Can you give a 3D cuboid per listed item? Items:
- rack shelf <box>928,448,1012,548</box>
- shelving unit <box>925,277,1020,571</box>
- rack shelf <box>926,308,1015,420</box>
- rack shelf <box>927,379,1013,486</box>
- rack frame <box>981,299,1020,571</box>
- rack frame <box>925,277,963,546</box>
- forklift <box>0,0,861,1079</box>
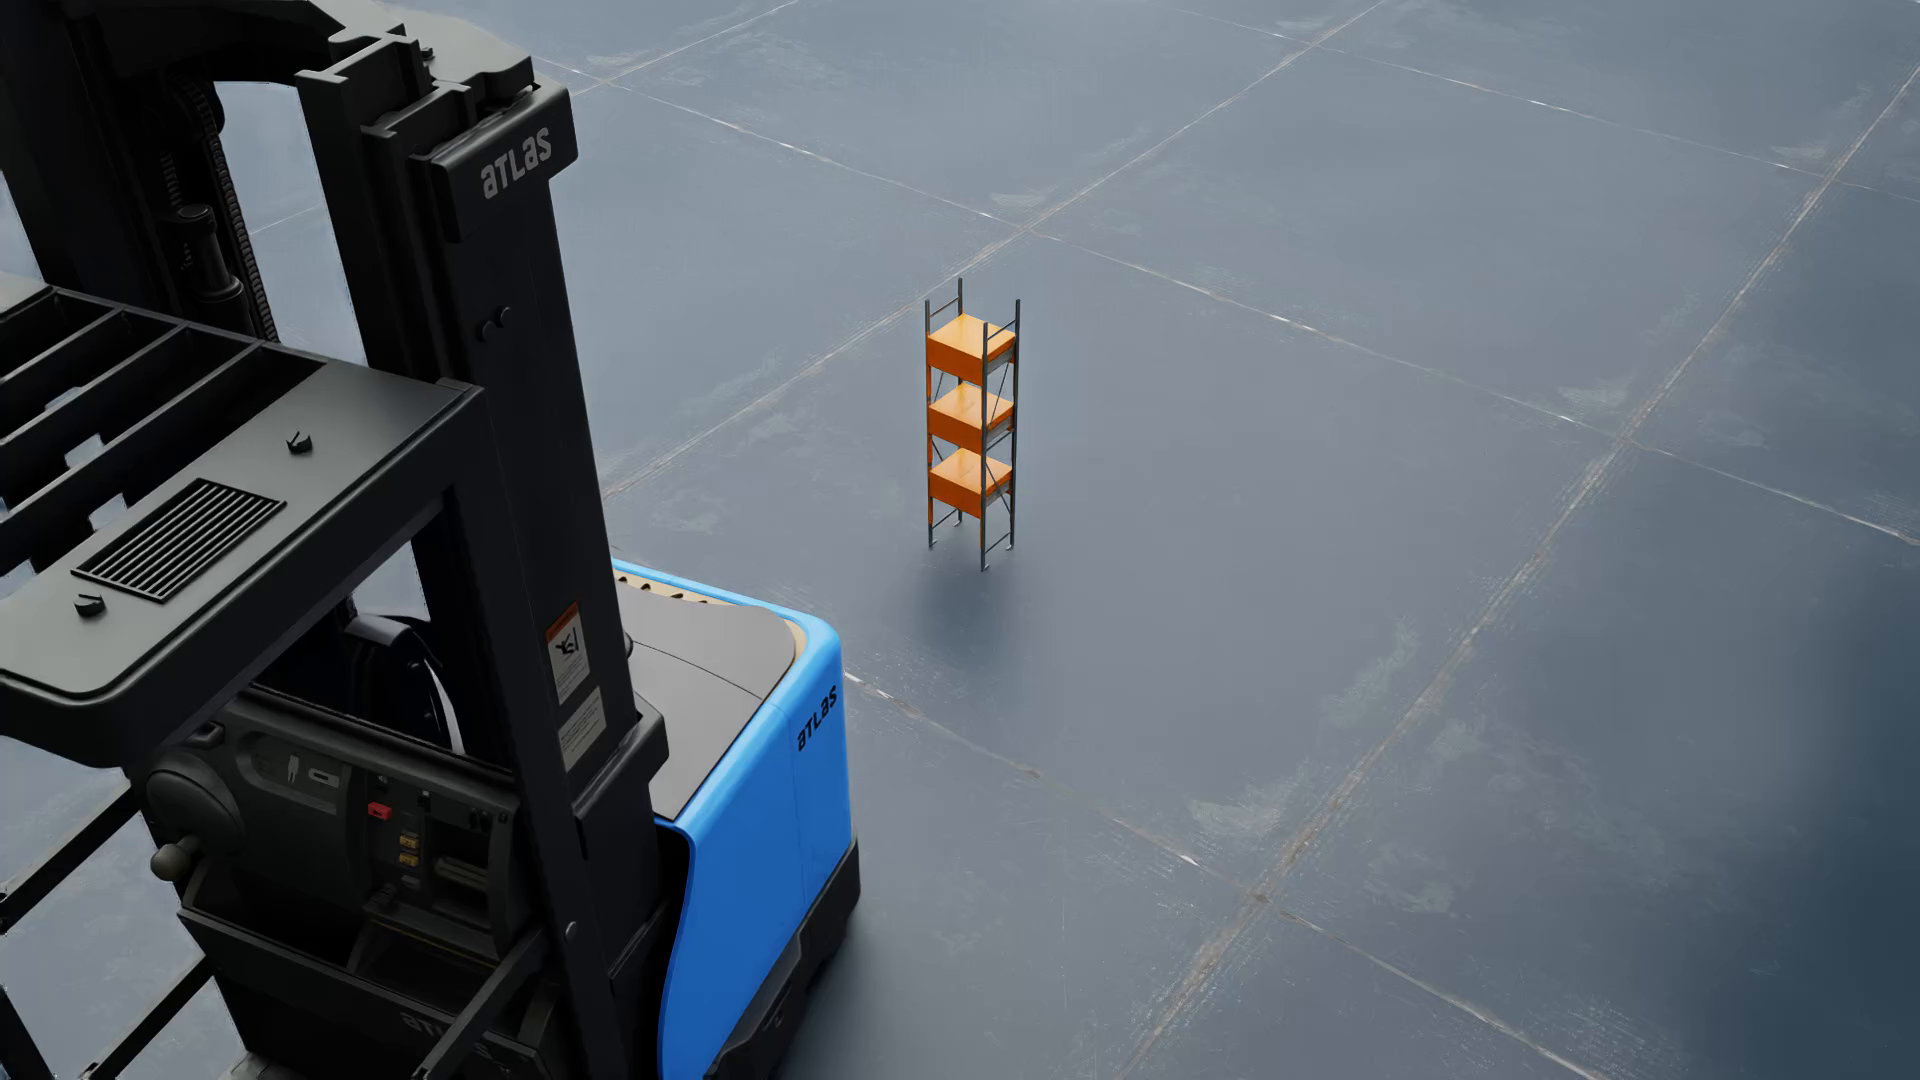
[{"bbox_3d":[0.042,-0.166,6.079,0.240,0.259,0.215,25,45,29],"label":"rack shelf"},{"bbox_3d":[0.042,-0.393,5.901,0.252,1.050,0.215,25,45,29],"label":"shelving unit"},{"bbox_3d":[0.042,-0.608,5.732,0.240,0.259,0.215,25,45,29],"label":"rack shelf"},{"bbox_3d":[0.042,-0.385,5.907,0.240,0.259,0.215,25,45,29],"label":"rack shelf"},{"bbox_3d":[0.139,-0.348,5.842,0.008,1.050,0.200,25,45,29],"label":"rack frame"},{"bbox_3d":[-0.054,-0.439,5.959,0.008,1.050,0.200,25,45,29],"label":"rack frame"},{"bbox_3d":[-1.334,0.620,3.081,1.130,2.935,3.031,15,40,18],"label":"forklift"}]
